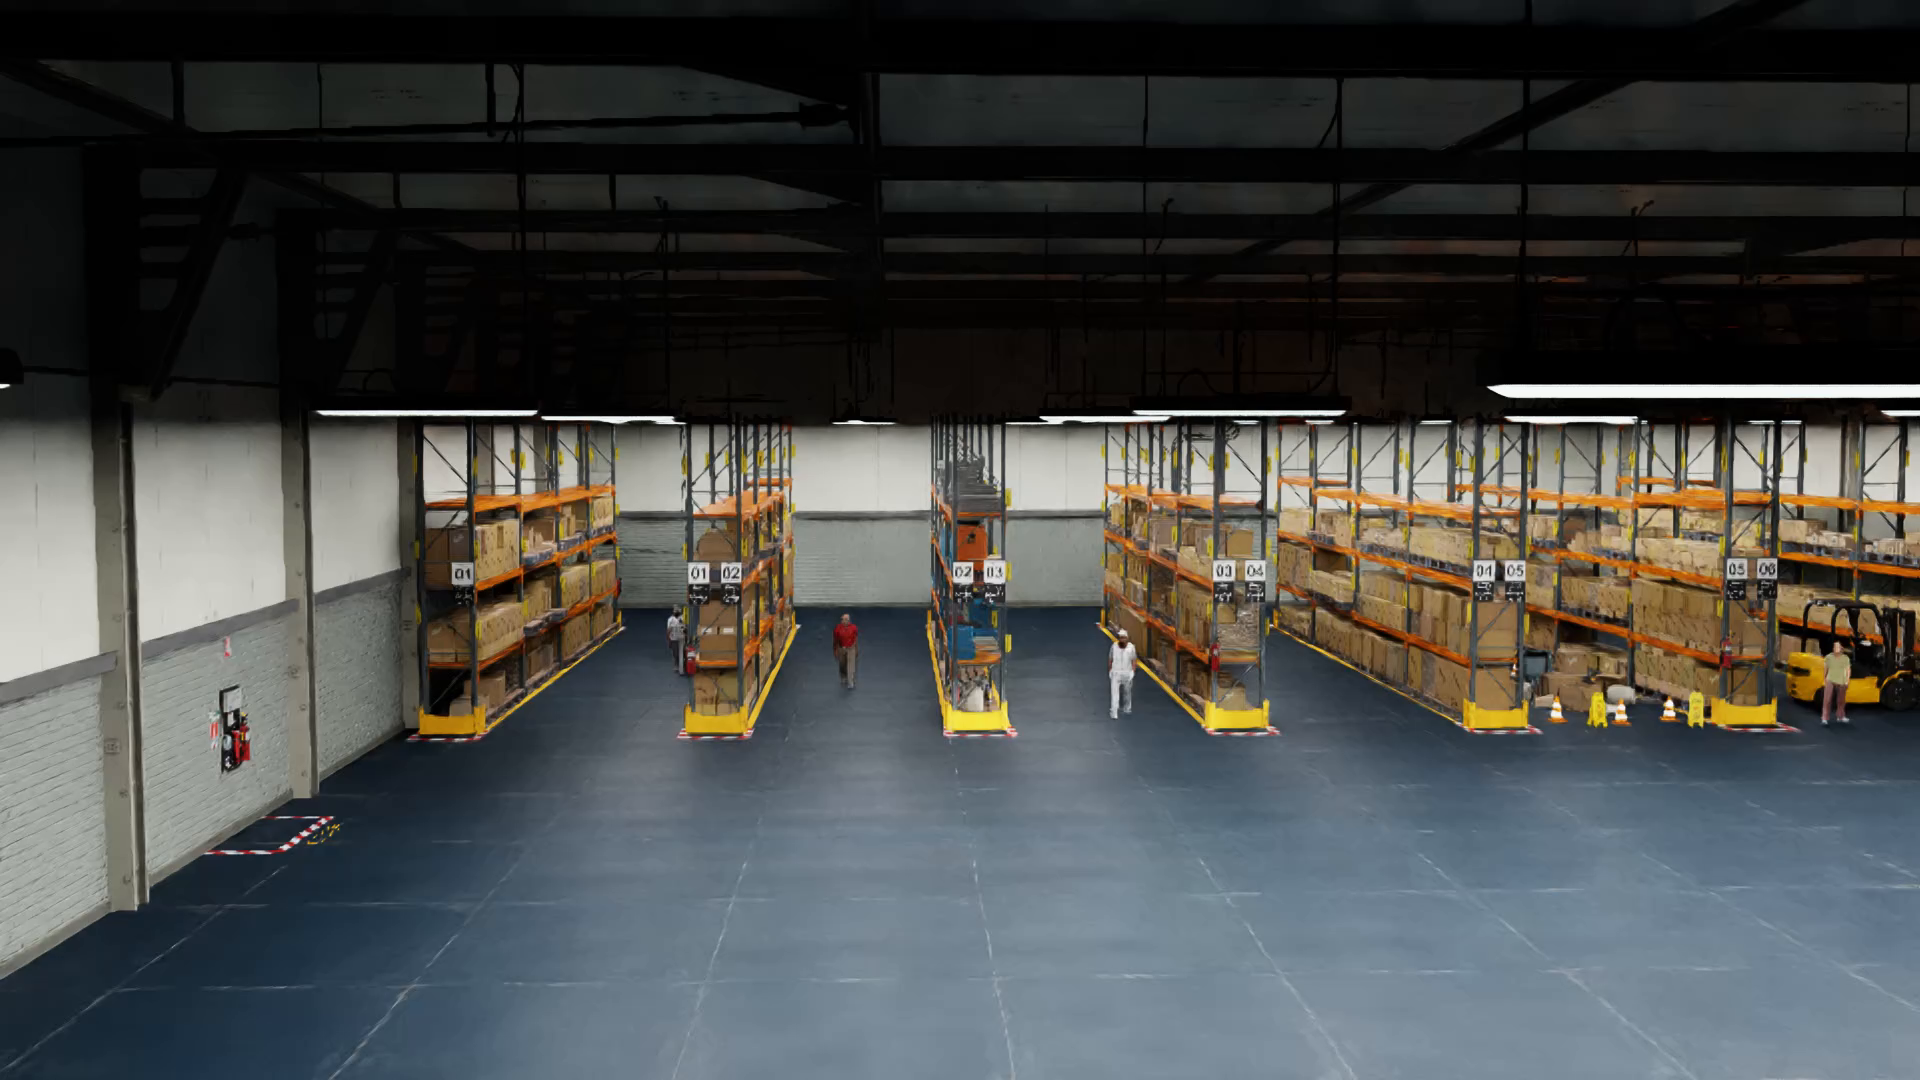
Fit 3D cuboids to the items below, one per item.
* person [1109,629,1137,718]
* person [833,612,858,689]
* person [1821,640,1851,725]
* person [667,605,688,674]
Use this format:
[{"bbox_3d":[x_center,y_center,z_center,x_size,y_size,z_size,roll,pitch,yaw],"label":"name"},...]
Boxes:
[{"bbox_3d":[3.213,2.615,32.818,0.554,1.722,1.037,0,4,7],"label":"person"},{"bbox_3d":[-2.514,2.402,36.465,0.542,1.645,1.126,0,4,0],"label":"person"},{"bbox_3d":[16.832,2.722,31.939,0.548,1.625,0.906,2,4,23],"label":"person"},{"bbox_3d":[-6.566,2.286,38.608,0.454,1.587,1.088,0,4,0],"label":"person"}]
